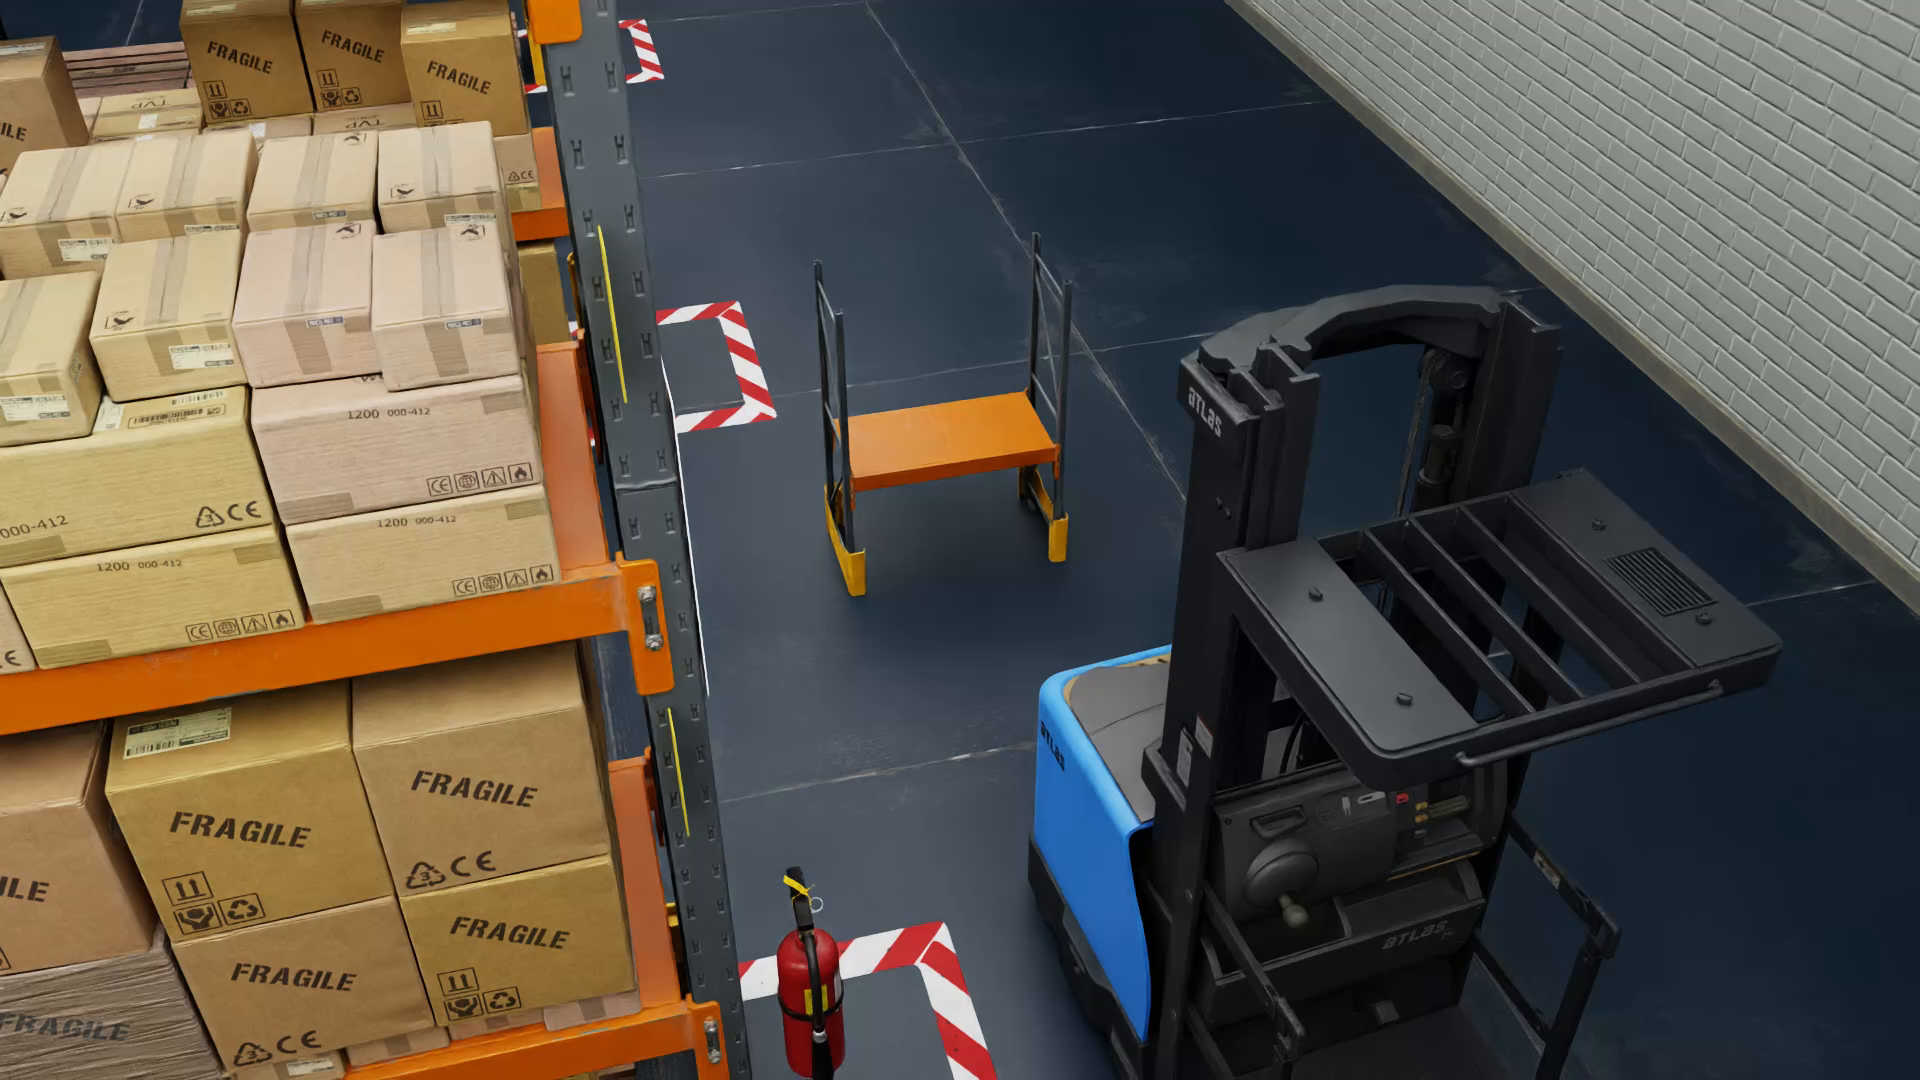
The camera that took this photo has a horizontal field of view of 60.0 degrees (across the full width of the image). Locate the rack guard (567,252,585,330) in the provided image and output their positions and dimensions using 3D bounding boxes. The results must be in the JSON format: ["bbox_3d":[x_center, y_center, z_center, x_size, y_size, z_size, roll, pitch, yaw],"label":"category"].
[{"bbox_3d":[-1.947,-1.140,9.309,0.348,0.500,1.175,-9,38,-12],"label":"rack guard"}]

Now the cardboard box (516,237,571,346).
[{"bbox_3d":[-2.568,-1.304,8.868,0.875,0.875,0.875,-9,38,-12],"label":"cardboard box"}]

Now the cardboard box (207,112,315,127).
[{"bbox_3d":[-3.490,-2.107,8.393,0.500,0.250,0.500,-11,39,-13],"label":"cardboard box"}]

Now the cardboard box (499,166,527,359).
[{"bbox_3d":[-1.276,-0.616,3.809,0.500,0.250,0.500,-9,38,-11],"label":"cardboard box"}]

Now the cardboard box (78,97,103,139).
[{"bbox_3d":[-4.483,-1.943,8.179,0.500,0.250,0.500,-9,38,-11],"label":"cardboard box"}]

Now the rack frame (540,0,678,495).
[{"bbox_3d":[-0.775,-1.587,2.897,0.127,3.000,1.000,-9,38,-12],"label":"rack frame"}]

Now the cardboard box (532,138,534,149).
[{"bbox_3d":[-2.399,-2.167,8.800,0.250,0.149,0.380,-9,38,-11],"label":"cardboard box"}]

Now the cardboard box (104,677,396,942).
[{"bbox_3d":[-1.641,0.540,3.905,0.500,0.500,0.500,-11,39,-13],"label":"cardboard box"}]

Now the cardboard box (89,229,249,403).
[{"bbox_3d":[-1.530,-0.445,3.257,0.250,0.149,0.380,-10,39,-13],"label":"cardboard box"}]

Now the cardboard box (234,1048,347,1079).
[{"bbox_3d":[-1.744,1.233,4.355,0.250,0.149,0.380,-8,38,-11],"label":"cardboard box"}]

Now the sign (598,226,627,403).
[{"bbox_3d":[-0.650,-0.418,3.110,0.005,0.325,0.100,-9,38,-12],"label":"sign"}]

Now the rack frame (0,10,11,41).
[{"bbox_3d":[-7.123,-4.401,11.514,0.127,3.000,1.000,-9,38,-12],"label":"rack frame"}]

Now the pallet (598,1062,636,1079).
[{"bbox_3d":[-1.642,2.023,5.411,1.213,0.211,1.003,-9,38,-12],"label":"pallet"}]

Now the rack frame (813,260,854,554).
[{"bbox_3d":[-0.573,-0.502,7.651,0.032,1.500,0.500,-9,38,-12],"label":"rack frame"}]

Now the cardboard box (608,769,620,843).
[{"bbox_3d":[-1.173,0.755,4.981,0.250,0.149,0.380,-10,38,-12],"label":"cardboard box"}]

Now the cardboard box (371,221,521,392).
[{"bbox_3d":[-1.019,-0.468,3.287,0.250,0.149,0.380,-10,38,-12],"label":"cardboard box"}]

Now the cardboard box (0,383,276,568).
[{"bbox_3d":[-1.647,-0.231,3.305,0.500,0.250,0.500,-10,39,-13],"label":"cardboard box"}]

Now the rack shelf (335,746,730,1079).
[{"bbox_3d":[-2.706,1.398,4.525,4.000,0.370,1.077,-9,38,-12],"label":"rack shelf"}]

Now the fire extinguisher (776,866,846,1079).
[{"bbox_3d":[-0.411,1.206,4.555,0.183,0.674,0.296,-9,38,-12],"label":"fire extinguisher"}]

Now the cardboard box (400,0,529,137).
[{"bbox_3d":[-2.372,-2.255,7.969,0.500,0.500,0.500,-9,38,-11],"label":"cardboard box"}]

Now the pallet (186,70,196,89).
[{"bbox_3d":[-5.244,-3.628,12.799,1.213,0.211,1.003,-9,38,-12],"label":"pallet"}]

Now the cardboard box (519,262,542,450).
[{"bbox_3d":[-1.275,-0.415,3.957,0.500,0.250,0.500,-8,38,-10],"label":"cardboard box"}]

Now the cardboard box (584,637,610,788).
[{"bbox_3d":[-1.280,0.547,4.718,0.500,0.500,0.500,-8,38,-10],"label":"cardboard box"}]

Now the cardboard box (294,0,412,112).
[{"bbox_3d":[-2.987,-2.489,8.276,0.500,0.500,0.500,-10,39,-13],"label":"cardboard box"}]

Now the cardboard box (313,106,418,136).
[{"bbox_3d":[-2.859,-1.876,8.091,0.500,0.250,0.500,-10,39,-13],"label":"cardboard box"}]

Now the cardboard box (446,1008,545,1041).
[{"bbox_3d":[-1.266,1.130,4.490,0.250,0.149,0.380,-9,38,-12],"label":"cardboard box"}]

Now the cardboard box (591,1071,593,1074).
[{"bbox_3d":[-1.348,1.576,5.457,0.250,0.149,0.380,-8,38,-10],"label":"cardboard box"}]

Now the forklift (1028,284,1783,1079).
[{"bbox_3d":[1.242,0.909,4.629,1.130,2.935,3.031,-12,39,-16],"label":"forklift"}]

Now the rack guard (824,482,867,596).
[{"bbox_3d":[-0.554,-0.008,8.035,0.087,0.250,0.587,-9,38,-12],"label":"rack guard"}]

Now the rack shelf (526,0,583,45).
[{"bbox_3d":[-2.706,-0.983,2.703,4.000,0.370,1.077,-9,38,-12],"label":"rack shelf"}]

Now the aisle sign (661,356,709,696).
[{"bbox_3d":[-0.626,-0.072,3.715,0.004,0.787,0.394,-9,38,-12],"label":"aisle sign"}]

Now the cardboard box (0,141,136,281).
[{"bbox_3d":[-1.914,-0.707,3.600,0.250,0.149,0.380,-9,38,-11],"label":"cardboard box"}]

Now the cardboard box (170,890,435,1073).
[{"bbox_3d":[-1.640,0.939,4.206,0.500,0.500,0.500,-10,39,-13],"label":"cardboard box"}]

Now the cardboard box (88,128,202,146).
[{"bbox_3d":[-3.852,-1.710,7.874,0.500,0.250,0.500,-9,38,-12],"label":"cardboard box"}]

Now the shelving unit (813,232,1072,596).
[{"bbox_3d":[-0.074,-0.584,7.758,1.083,1.500,0.587,-9,38,-12],"label":"shelving unit"}]

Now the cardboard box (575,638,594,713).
[{"bbox_3d":[-1.278,0.156,4.406,0.500,0.500,0.500,-10,38,-12],"label":"cardboard box"}]

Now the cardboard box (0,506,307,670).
[{"bbox_3d":[-1.636,-0.024,3.446,0.500,0.250,0.500,-9,38,-12],"label":"cardboard box"}]

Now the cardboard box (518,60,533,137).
[{"bbox_3d":[-2.504,-2.270,8.607,0.500,0.250,0.500,-10,39,-13],"label":"cardboard box"}]

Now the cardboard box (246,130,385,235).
[{"bbox_3d":[-1.398,-0.745,3.650,0.250,0.149,0.380,-8,38,-10],"label":"cardboard box"}]
